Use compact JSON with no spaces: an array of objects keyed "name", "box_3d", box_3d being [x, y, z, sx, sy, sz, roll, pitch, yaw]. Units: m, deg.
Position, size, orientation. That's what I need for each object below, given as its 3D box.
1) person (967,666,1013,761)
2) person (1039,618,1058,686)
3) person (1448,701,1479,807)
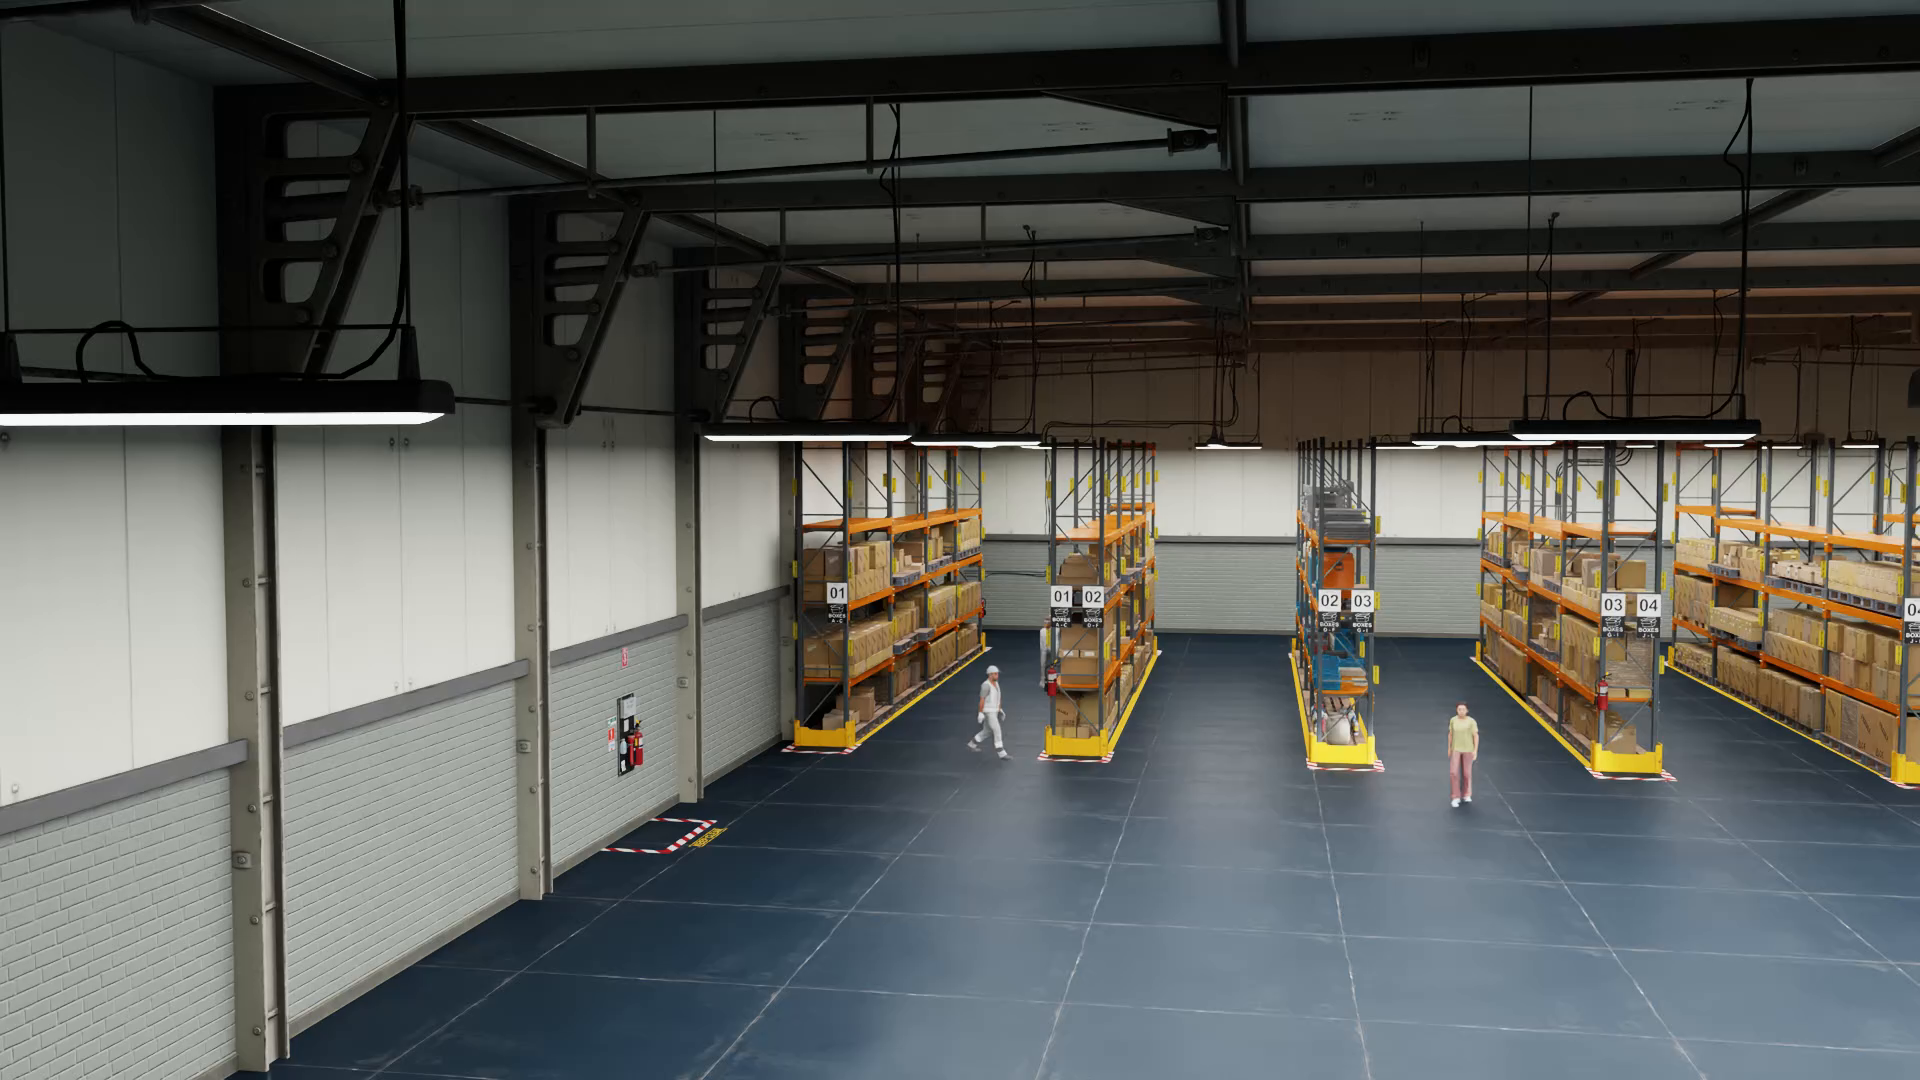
[{"name":"person","box_3d":[0.577,3.217,31.066,1.084,1.741,0.543,1,3,24]},{"name":"person","box_3d":[2.148,2.722,40.737,0.510,1.646,0.856,1,3,23]},{"name":"person","box_3d":[8.171,3.462,27.049,0.504,1.698,0.619,2,3,28]}]
